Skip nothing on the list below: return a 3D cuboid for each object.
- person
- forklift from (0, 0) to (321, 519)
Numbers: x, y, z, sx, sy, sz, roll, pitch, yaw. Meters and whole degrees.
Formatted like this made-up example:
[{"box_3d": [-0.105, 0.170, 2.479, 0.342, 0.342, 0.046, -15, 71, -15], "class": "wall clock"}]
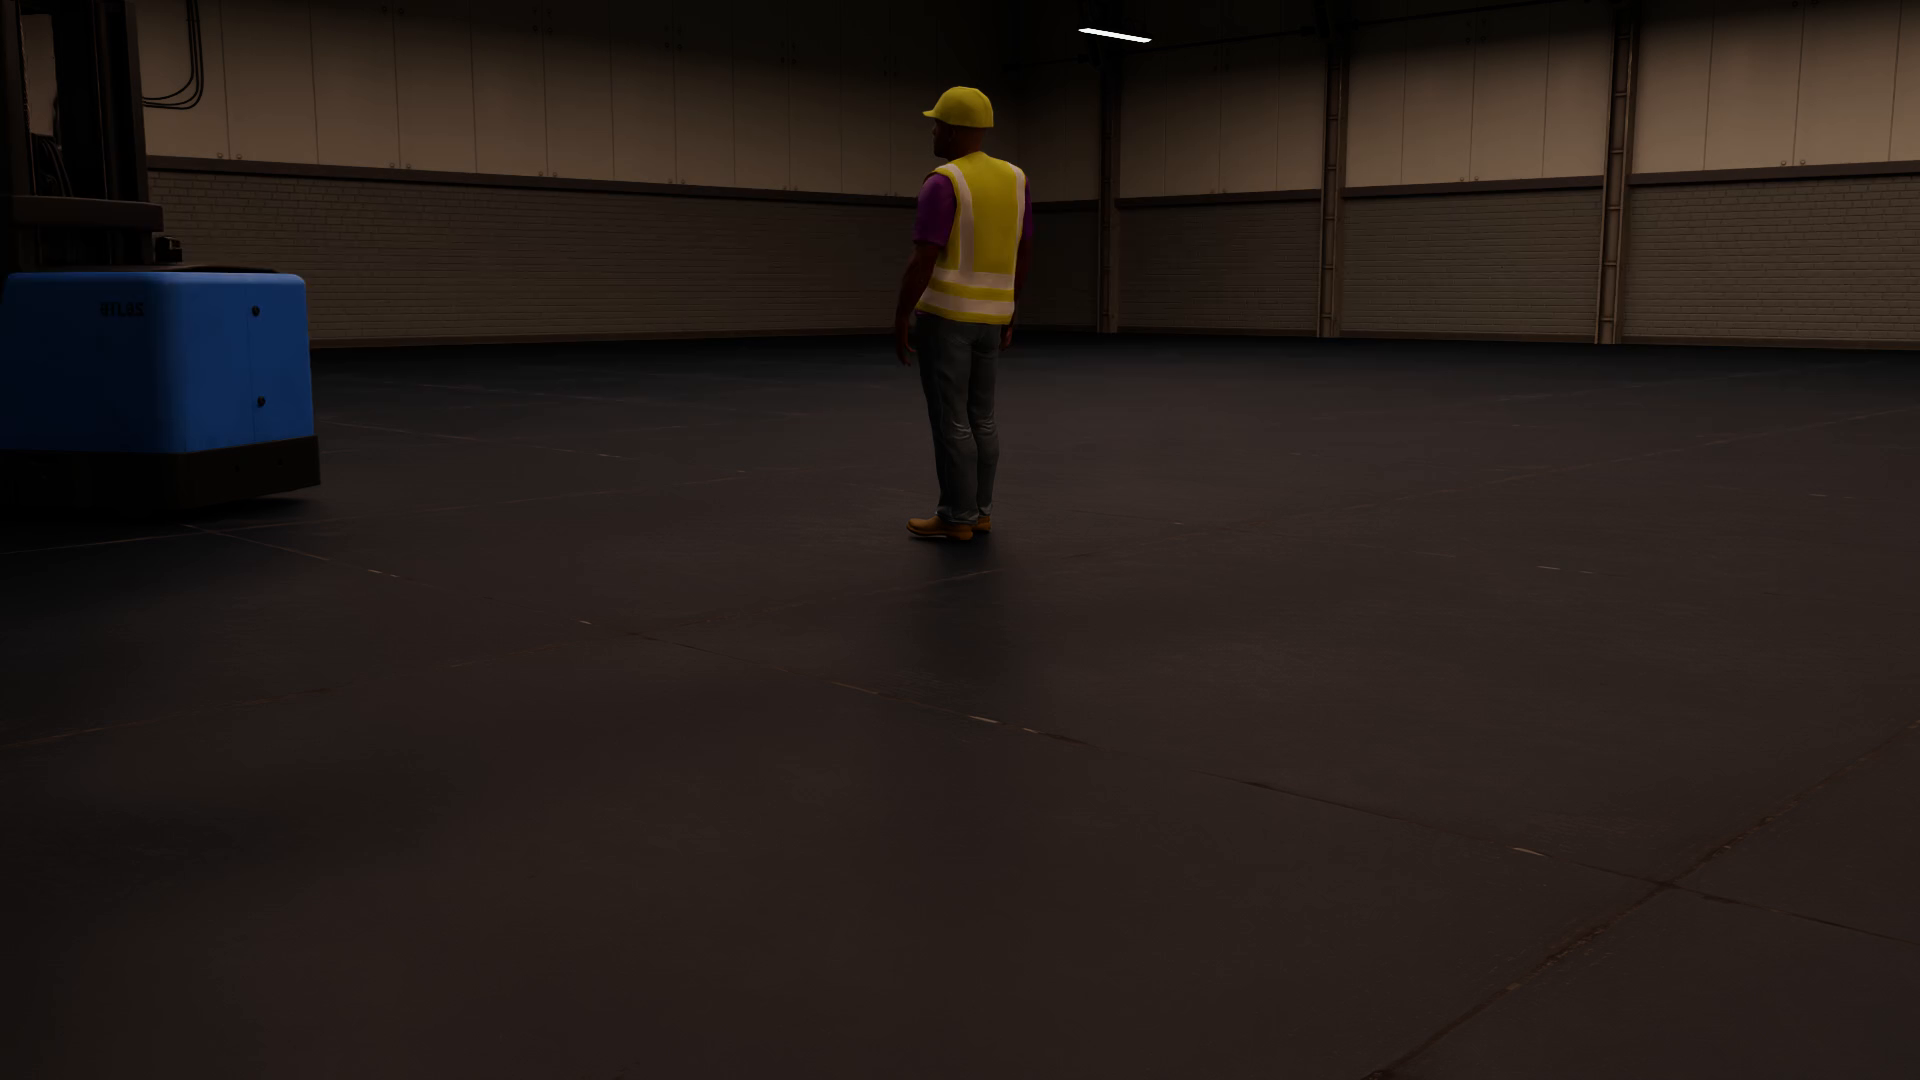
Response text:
[{"box_3d": [-0.046, -0.889, 6.637, 0.575, 1.768, 0.665, 8, 12, 43], "class": "person"}, {"box_3d": [-4.649, -1.631, 7.704, 3.031, 2.935, 1.130, 2, 9, 14], "class": "forklift"}]
